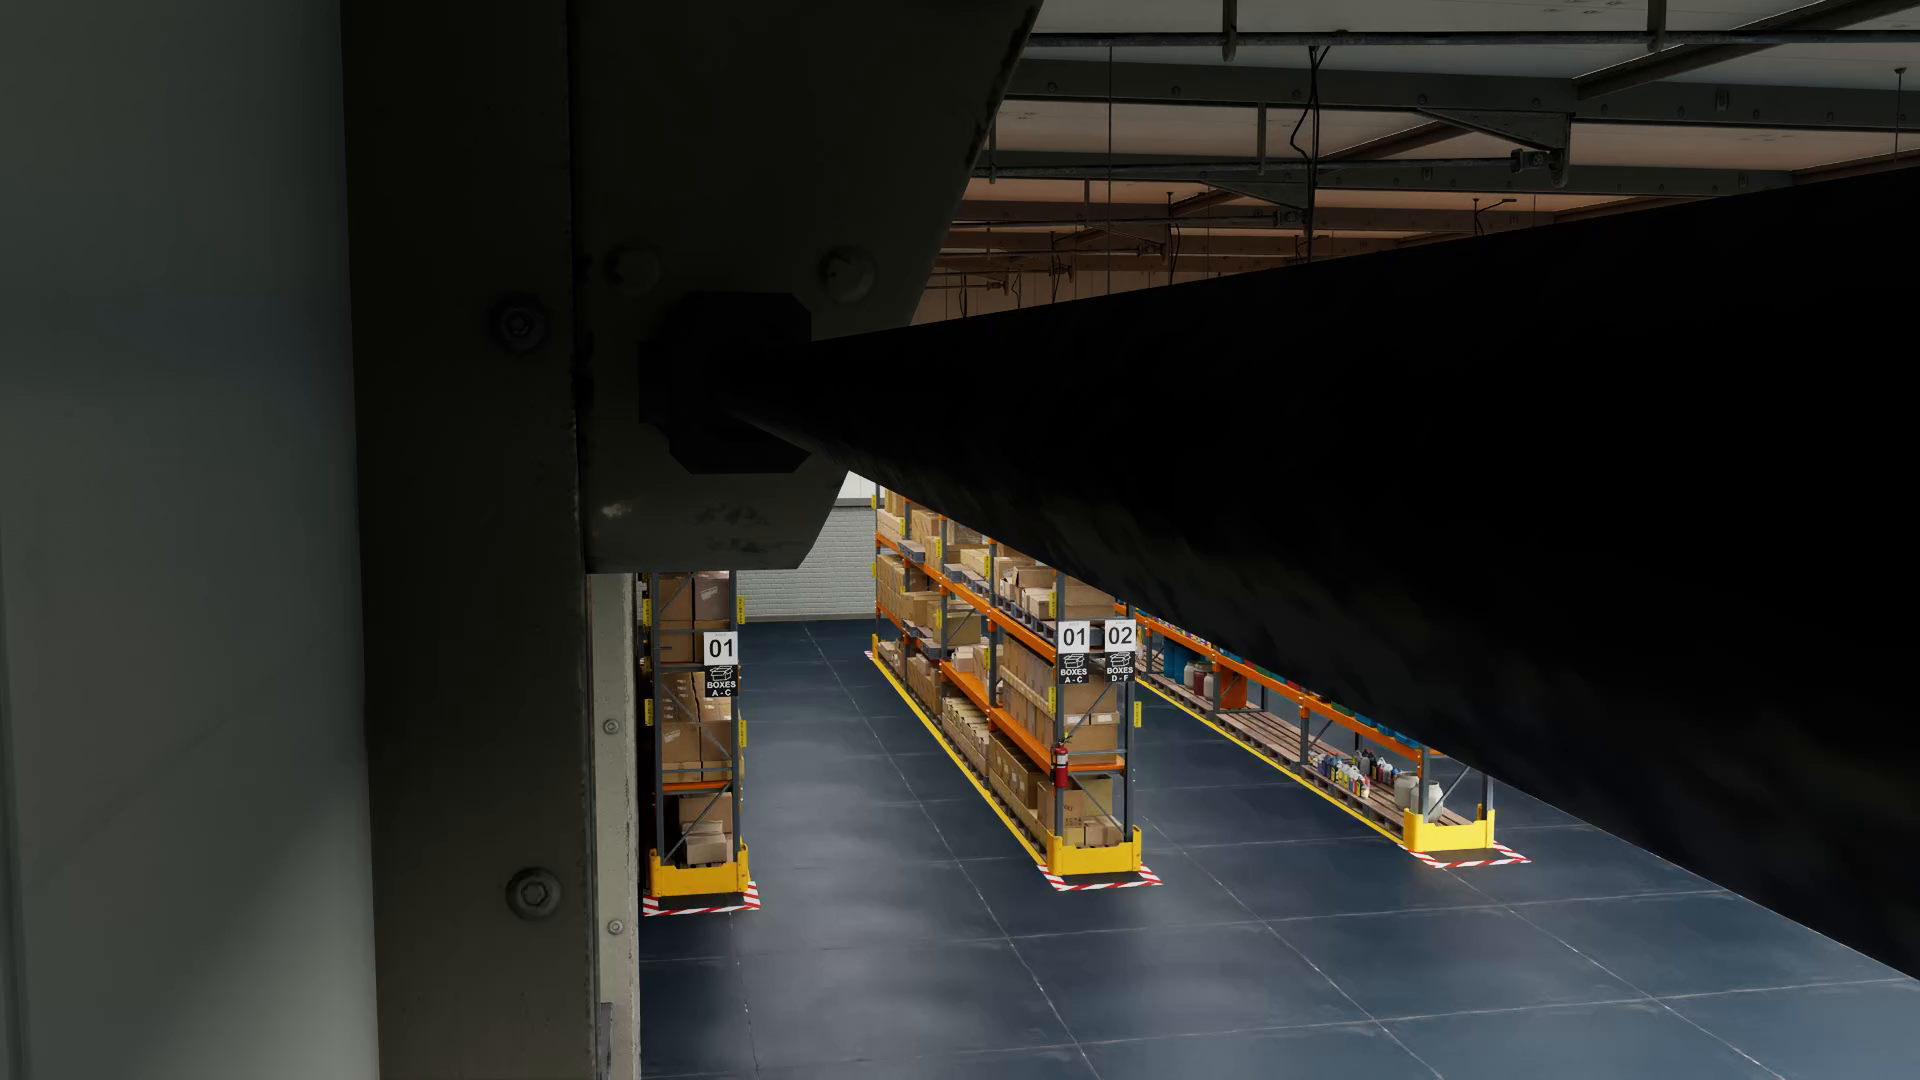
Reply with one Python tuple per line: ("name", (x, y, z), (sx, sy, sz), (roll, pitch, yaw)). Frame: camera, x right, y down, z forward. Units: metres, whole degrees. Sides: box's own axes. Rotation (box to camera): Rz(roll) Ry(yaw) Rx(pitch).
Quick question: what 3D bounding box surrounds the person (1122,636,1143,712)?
("person", (2.928, 2.231, 29.220), (0.620, 1.709, 0.710), (-1, 6, -12))
